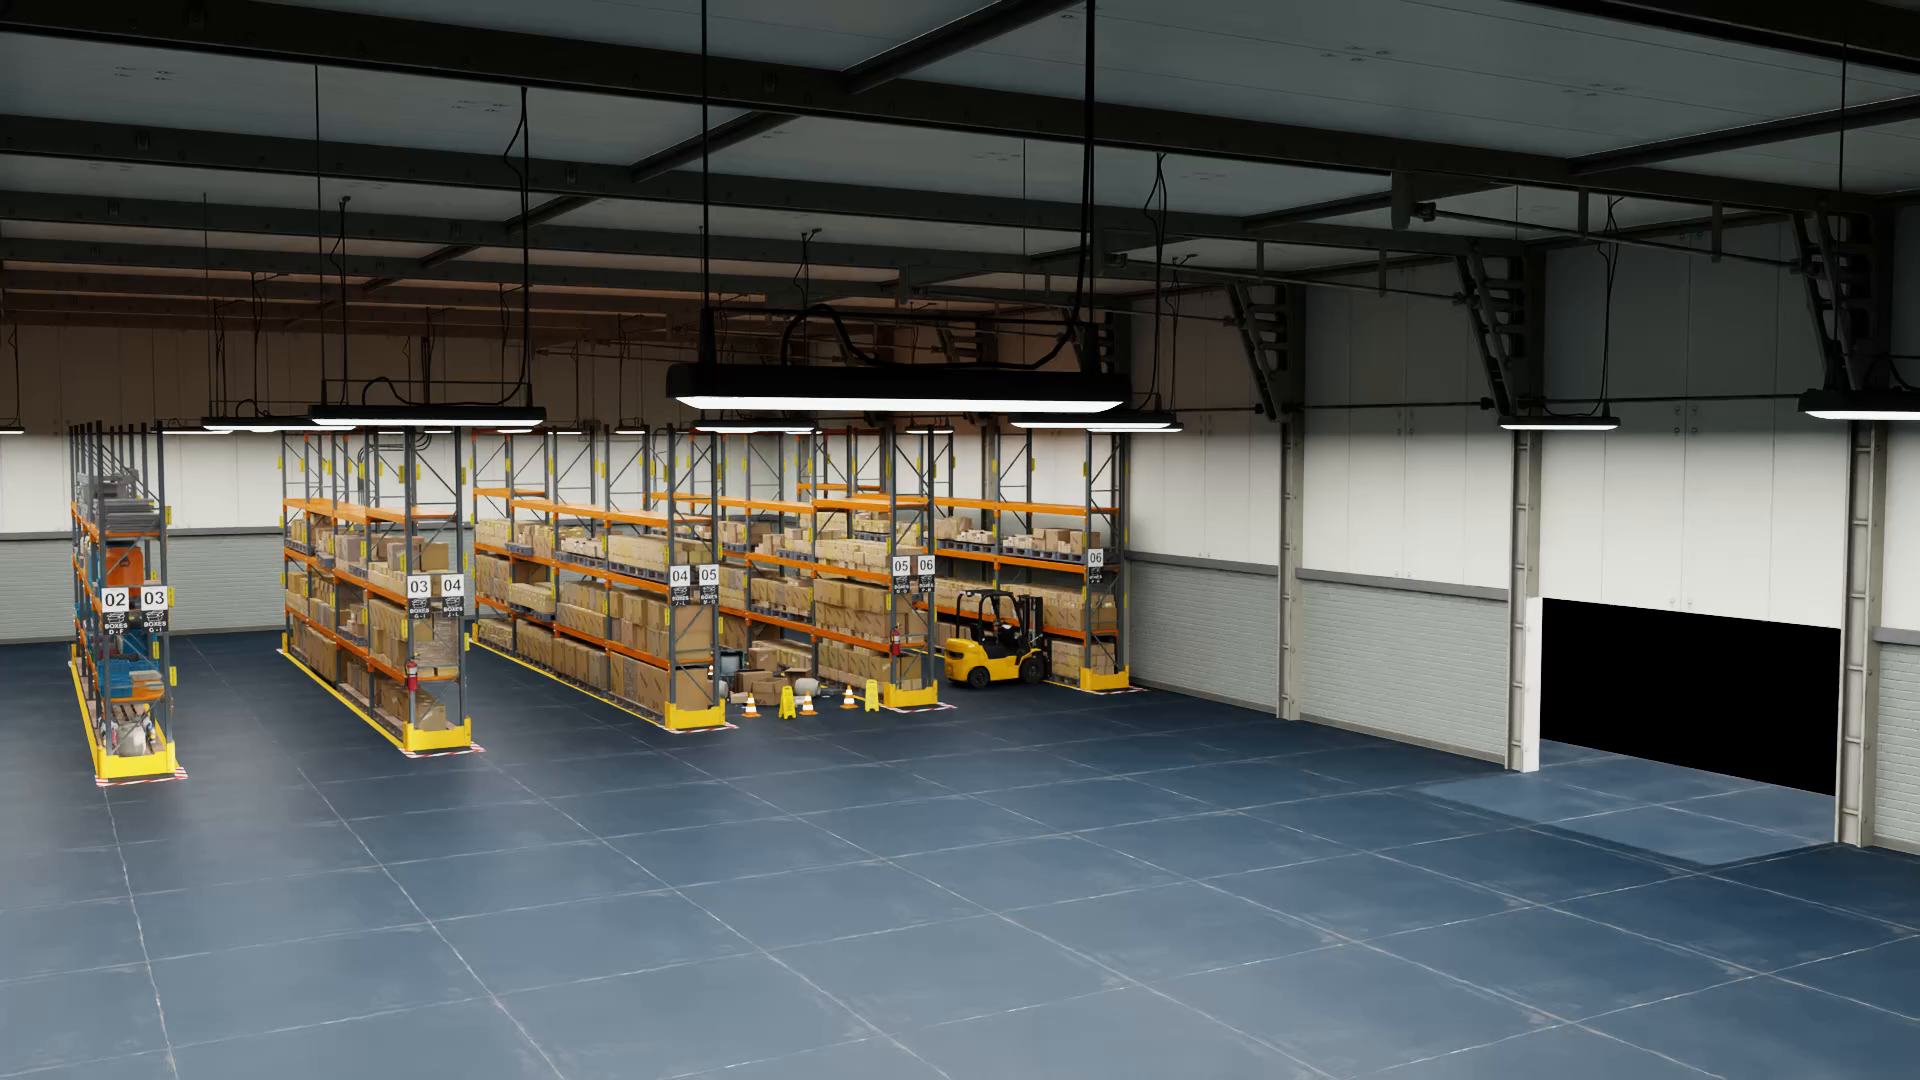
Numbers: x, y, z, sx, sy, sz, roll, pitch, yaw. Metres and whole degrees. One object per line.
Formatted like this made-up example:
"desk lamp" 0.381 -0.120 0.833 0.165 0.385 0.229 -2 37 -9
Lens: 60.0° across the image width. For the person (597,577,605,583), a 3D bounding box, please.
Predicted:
"person" -11.186 1.748 51.523 0.498 1.705 0.436 1 4 22
